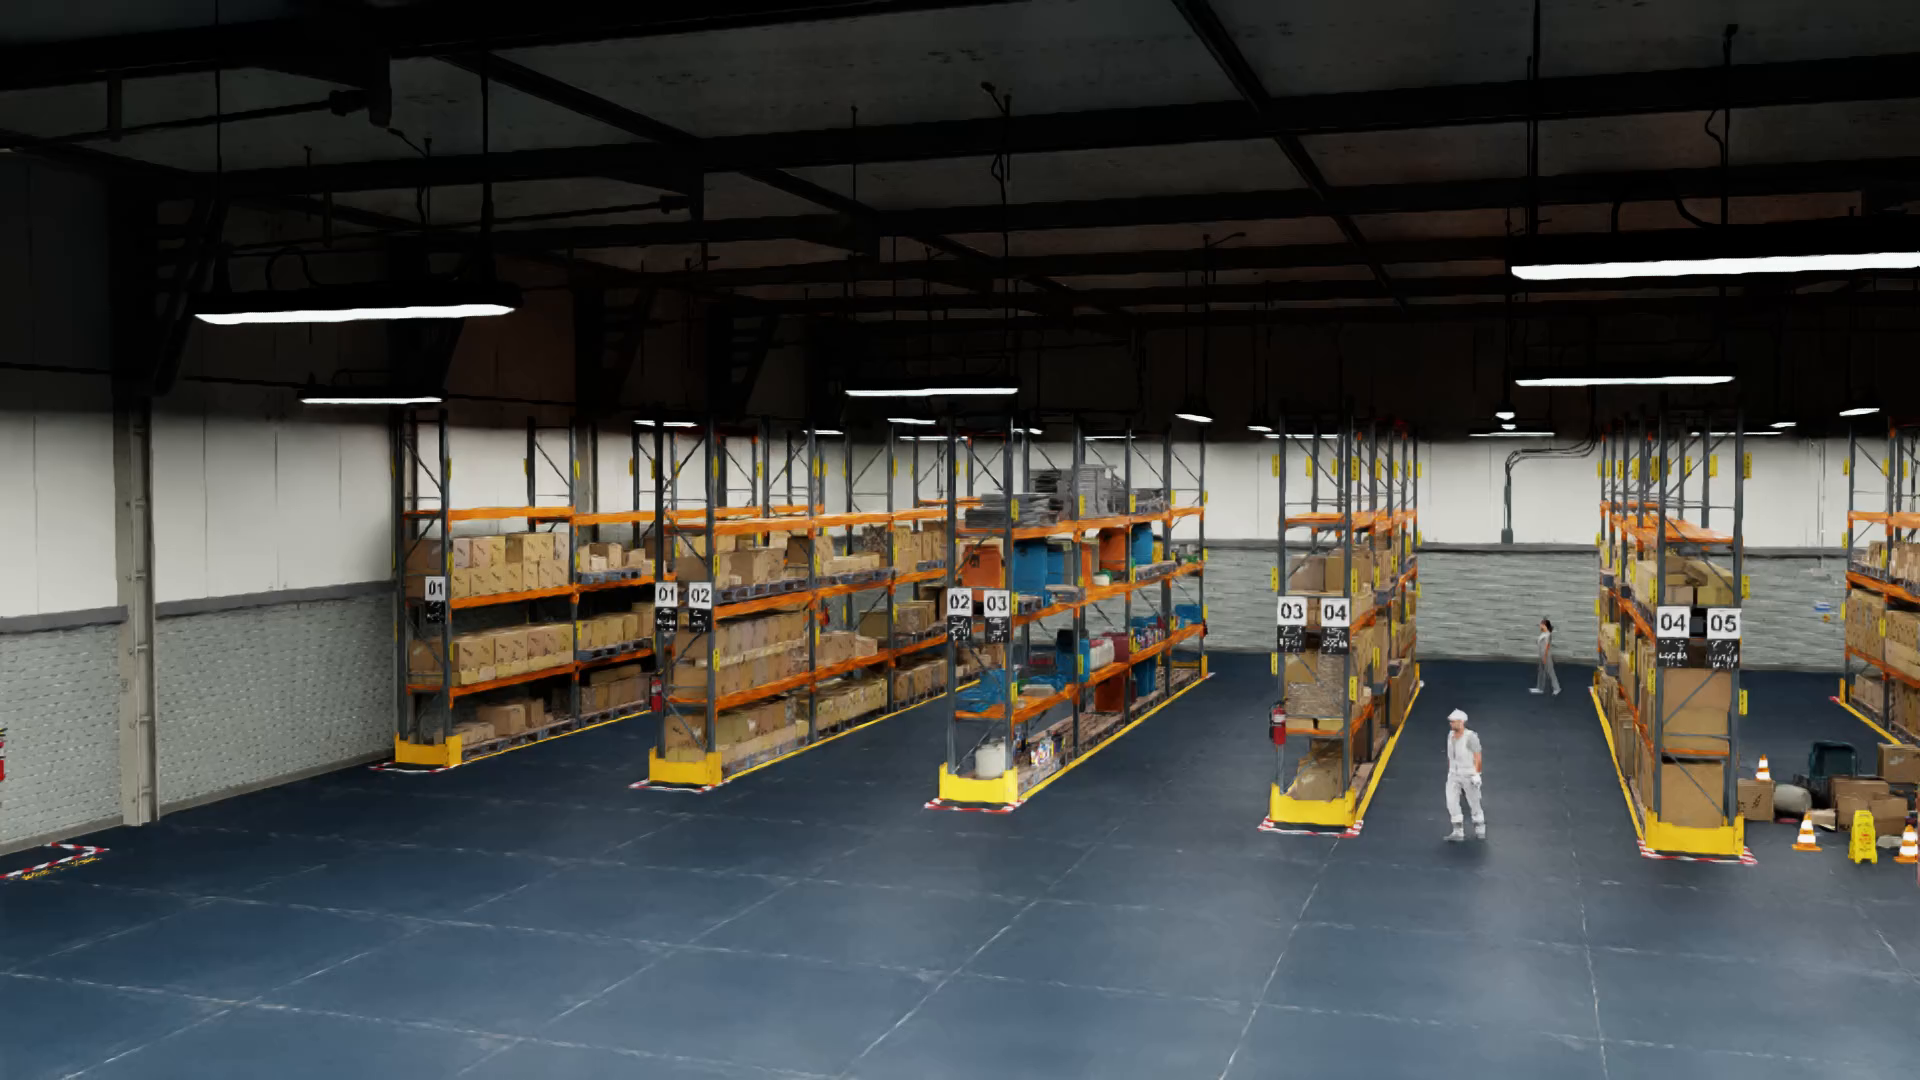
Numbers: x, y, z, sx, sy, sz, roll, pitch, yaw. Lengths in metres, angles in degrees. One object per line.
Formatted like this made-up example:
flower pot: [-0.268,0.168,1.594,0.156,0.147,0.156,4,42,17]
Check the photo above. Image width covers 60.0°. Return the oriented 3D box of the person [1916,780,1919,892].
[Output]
person: [11.563,3.335,19.660,0.448,1.601,1.006,1,3,28]

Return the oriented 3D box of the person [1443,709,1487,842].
person: [6.801,3.160,22.367,0.577,1.776,0.571,-2,3,-35]

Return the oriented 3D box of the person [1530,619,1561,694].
person: [13.031,2.585,36.996,0.625,1.667,0.692,0,2,11]
